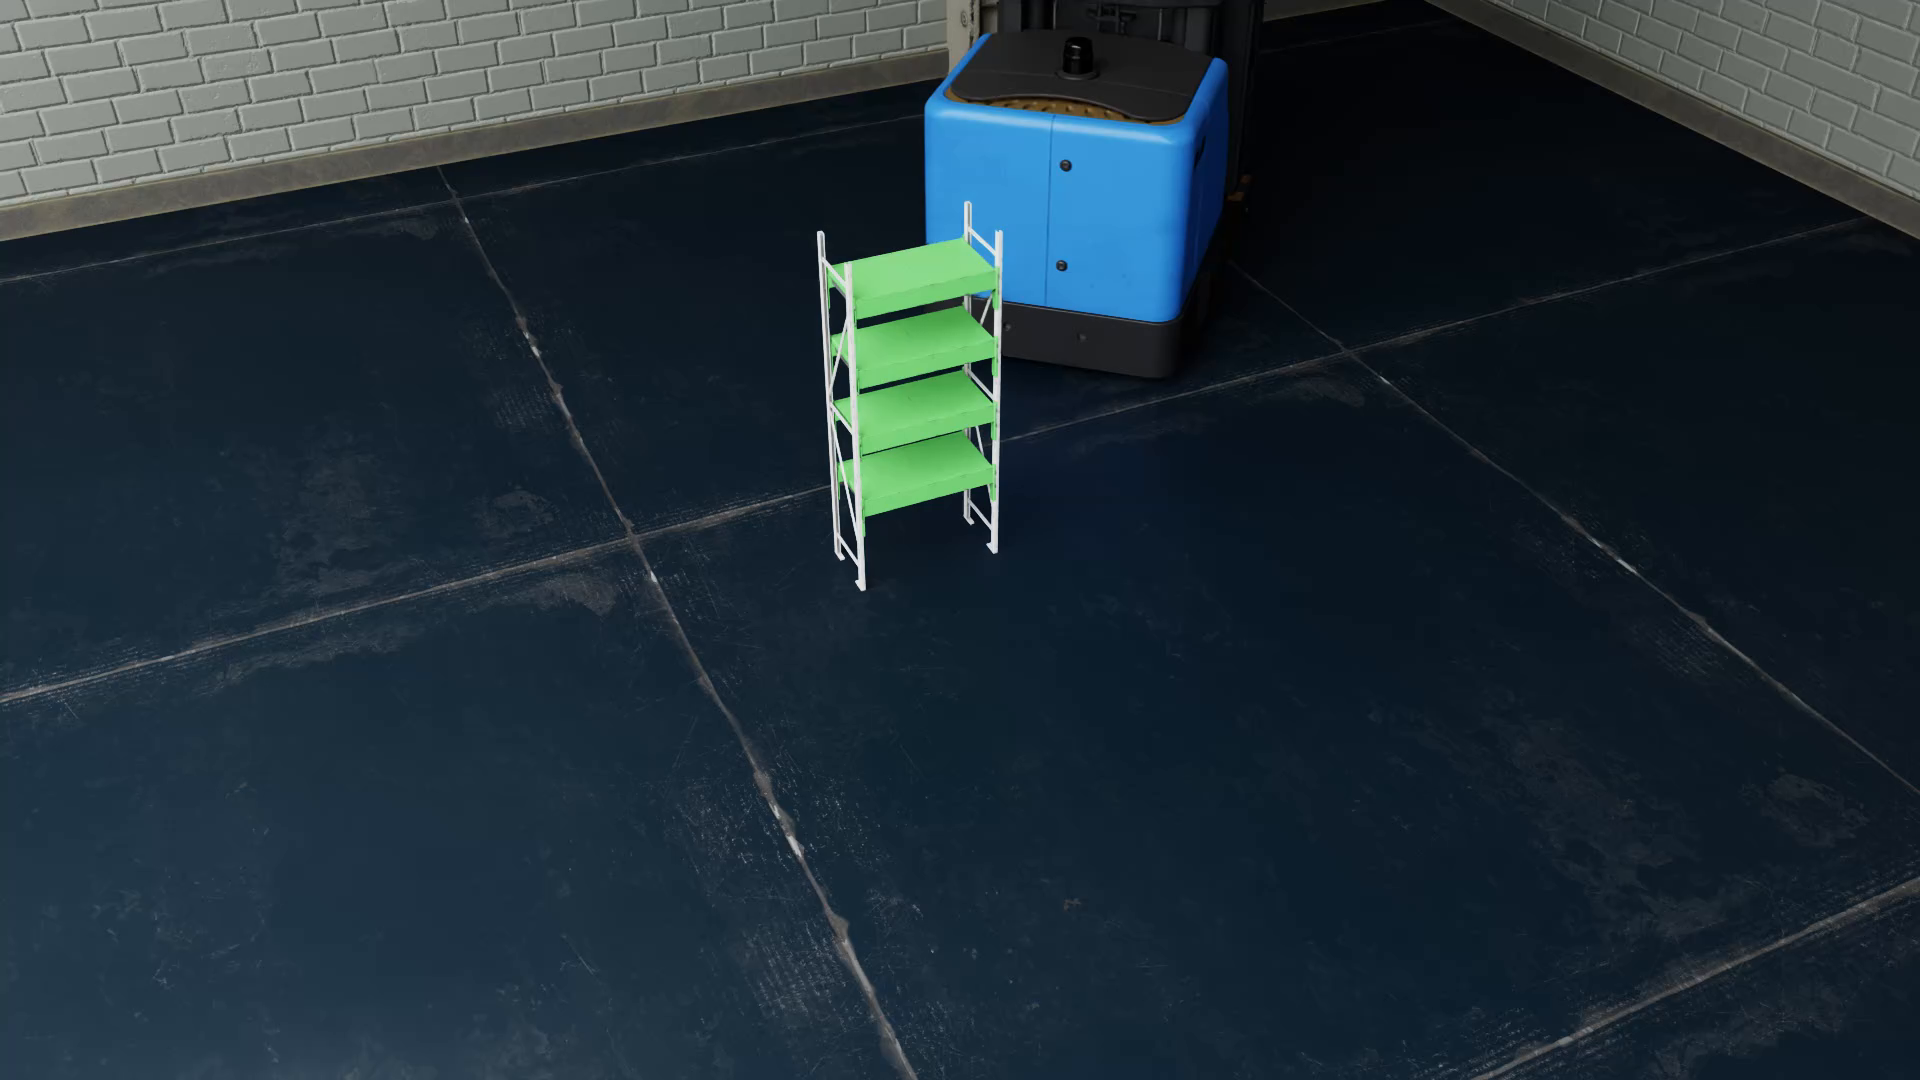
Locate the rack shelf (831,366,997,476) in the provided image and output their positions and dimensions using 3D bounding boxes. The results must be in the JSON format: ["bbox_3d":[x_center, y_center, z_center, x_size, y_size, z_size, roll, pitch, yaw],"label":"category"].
[{"bbox_3d":[-0.150,-0.389,5.374,0.480,0.148,0.258,-16,39,-20],"label":"rack shelf"}]

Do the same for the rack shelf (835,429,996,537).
[{"bbox_3d":[-0.150,-0.196,5.517,0.480,0.148,0.258,-16,39,-20],"label":"rack shelf"}]

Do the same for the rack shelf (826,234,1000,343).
[{"bbox_3d":[-0.150,-0.774,5.088,0.480,0.148,0.258,-16,39,-20],"label":"rack shelf"}]

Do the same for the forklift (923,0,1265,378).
[{"bbox_3d":[0.767,-2.687,6.912,1.130,2.935,3.031,10,38,13],"label":"forklift"}]

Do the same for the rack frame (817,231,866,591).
[{"bbox_3d":[-0.371,-0.378,5.253,0.015,1.200,0.240,-16,39,-20],"label":"rack frame"}]

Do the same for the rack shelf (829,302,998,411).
[{"bbox_3d":[-0.150,-0.581,5.231,0.480,0.148,0.258,-16,39,-20],"label":"rack shelf"}]

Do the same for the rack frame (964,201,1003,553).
[{"bbox_3d":[0.071,-0.502,5.419,0.015,1.200,0.240,-16,39,-20],"label":"rack frame"}]

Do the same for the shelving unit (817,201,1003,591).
[{"bbox_3d":[-0.150,-0.440,5.336,0.503,1.200,0.258,-16,39,-20],"label":"shelving unit"}]

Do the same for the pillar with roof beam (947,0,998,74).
[{"bbox_3d":[2.000,-3.849,3.385,0.400,9.000,9.100,-16,39,-20],"label":"pillar with roof beam"}]
